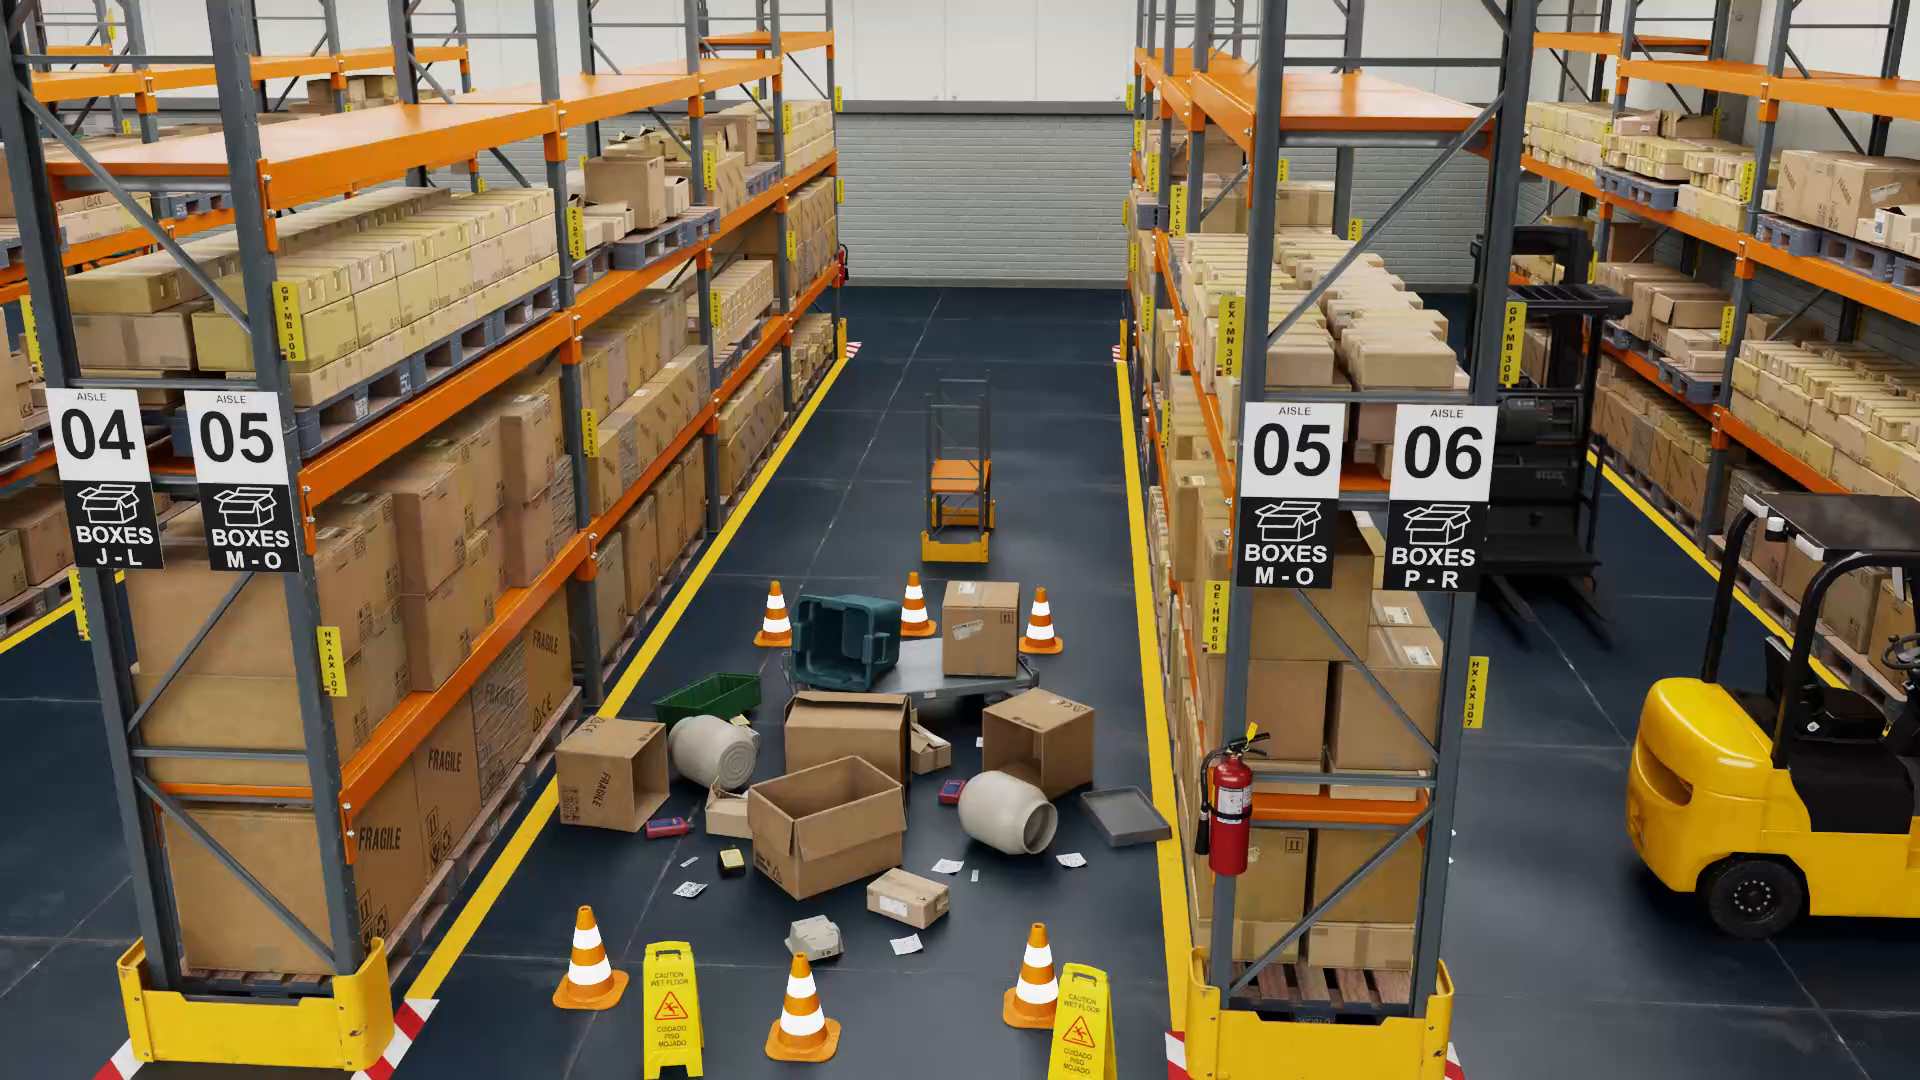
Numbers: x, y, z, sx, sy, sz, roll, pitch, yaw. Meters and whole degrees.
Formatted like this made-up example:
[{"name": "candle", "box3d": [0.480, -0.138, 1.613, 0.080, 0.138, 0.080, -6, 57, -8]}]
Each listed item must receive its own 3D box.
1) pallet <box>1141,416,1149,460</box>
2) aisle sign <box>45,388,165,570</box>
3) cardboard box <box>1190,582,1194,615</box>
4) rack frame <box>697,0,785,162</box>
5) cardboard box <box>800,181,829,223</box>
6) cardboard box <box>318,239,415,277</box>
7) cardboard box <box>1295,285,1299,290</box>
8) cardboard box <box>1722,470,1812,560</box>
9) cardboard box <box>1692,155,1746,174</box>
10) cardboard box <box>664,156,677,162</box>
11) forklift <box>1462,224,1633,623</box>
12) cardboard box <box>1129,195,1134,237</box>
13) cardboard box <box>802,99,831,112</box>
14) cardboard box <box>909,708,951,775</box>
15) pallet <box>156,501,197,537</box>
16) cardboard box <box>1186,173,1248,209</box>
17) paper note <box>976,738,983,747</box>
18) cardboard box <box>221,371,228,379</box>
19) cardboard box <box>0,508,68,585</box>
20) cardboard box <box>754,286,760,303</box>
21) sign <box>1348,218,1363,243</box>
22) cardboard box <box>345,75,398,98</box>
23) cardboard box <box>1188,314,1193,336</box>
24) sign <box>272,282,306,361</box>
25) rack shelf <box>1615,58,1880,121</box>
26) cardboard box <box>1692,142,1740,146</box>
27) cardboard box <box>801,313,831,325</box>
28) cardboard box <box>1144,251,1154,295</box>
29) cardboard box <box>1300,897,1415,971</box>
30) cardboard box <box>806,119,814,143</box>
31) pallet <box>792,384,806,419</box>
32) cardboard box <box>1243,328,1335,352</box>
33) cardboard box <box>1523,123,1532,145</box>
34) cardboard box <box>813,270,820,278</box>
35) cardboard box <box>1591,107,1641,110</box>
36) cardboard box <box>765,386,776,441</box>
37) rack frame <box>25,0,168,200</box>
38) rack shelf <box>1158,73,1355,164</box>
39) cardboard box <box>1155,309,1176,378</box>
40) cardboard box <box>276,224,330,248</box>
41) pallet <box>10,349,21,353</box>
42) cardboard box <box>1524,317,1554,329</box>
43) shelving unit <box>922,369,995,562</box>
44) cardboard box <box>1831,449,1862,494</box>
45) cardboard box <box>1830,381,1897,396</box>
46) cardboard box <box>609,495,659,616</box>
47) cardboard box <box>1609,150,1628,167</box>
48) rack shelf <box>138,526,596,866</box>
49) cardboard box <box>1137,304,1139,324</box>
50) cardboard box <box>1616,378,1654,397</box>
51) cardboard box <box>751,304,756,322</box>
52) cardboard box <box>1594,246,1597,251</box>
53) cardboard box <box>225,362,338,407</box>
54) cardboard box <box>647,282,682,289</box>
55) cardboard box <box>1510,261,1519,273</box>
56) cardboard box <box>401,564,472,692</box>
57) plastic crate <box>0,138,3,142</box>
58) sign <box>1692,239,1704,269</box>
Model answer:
[{"name": "pallet", "box3d": [2.519, -1.113, 18.308, 1.003, 0.211, 1.213, 1, 18, 4]}, {"name": "aisle sign", "box3d": [-3.610, -0.252, 7.026, 0.394, 0.787, 0.004, 1, 18, 4]}, {"name": "cardboard box", "box3d": [1.538, 0.216, 9.135, 0.500, 0.500, 0.500, 1, 18, 5]}, {"name": "rack frame", "box3d": [-2.445, -5.610, 17.918, 1.000, 3.000, 0.127, 1, 18, 4]}, {"name": "cardboard box", "box3d": [-1.980, -4.360, 21.495, 0.500, 0.500, 0.500, 1, 18, 2]}, {"name": "cardboard box", "box3d": [-2.890, -1.376, 8.103, 0.380, 0.149, 0.250, 1, 18, 3]}, {"name": "cardboard box", "box3d": [2.076, -1.232, 9.140, 0.500, 0.250, 0.500, 1, 18, 3]}, {"name": "cardboard box", "box3d": [7.105, -0.205, 14.199, 0.875, 0.625, 0.625, 2, 18, 6]}, {"name": "cardboard box", "box3d": [6.970, -3.451, 15.269, 0.380, 0.149, 0.250, 1, 18, 3]}, {"name": "cardboard box", "box3d": [-2.922, -3.328, 15.611, 0.500, 0.500, 0.500, 1, 18, 4]}, {"name": "forklift", "box3d": [4.725, -1.034, 13.698, 1.130, 2.935, 3.031, 1, 18, 3]}, {"name": "cardboard box", "box3d": [2.437, -4.141, 21.305, 0.500, 0.500, 0.500, 1, 18, 2]}, {"name": "cardboard box", "box3d": [-1.889, -5.672, 21.724, 0.380, 0.149, 0.250, 1, 18, 3]}, {"name": "cardboard box", "box3d": [-0.273, 1.309, 10.827, 0.258, 0.266, 0.396, -13, 22, -34]}, {"name": "pallet", "box3d": [-7.730, -0.091, 15.188, 1.003, 0.211, 1.213, 1, 18, 4]}, {"name": "cardboard box", "box3d": [1.891, -2.486, 11.967, 0.500, 0.250, 0.500, 2, 18, 5]}, {"name": "paper note", "box3d": [0.186, 1.342, 11.104, 0.148, 0.019, 0.142, 1, 18, 4]}, {"name": "cardboard box", "box3d": [-3.583, -0.854, 7.789, 0.380, 0.149, 0.250, 2, 18, 5]}, {"name": "cardboard box", "box3d": [-7.801, 0.051, 13.585, 0.700, 0.500, 0.500, 0, 18, -1]}, {"name": "cardboard box", "box3d": [-2.330, -2.608, 17.644, 0.380, 0.149, 0.250, 1, 18, 2]}, {"name": "sign", "box3d": [2.467, -1.856, 10.450, 0.100, 0.325, 0.005, 1, 18, 4]}, {"name": "cardboard box", "box3d": [-7.253, -5.592, 20.483, 0.500, 0.250, 0.500, 1, 18, 2]}, {"name": "cardboard box", "box3d": [1.582, -1.330, 10.077, 0.380, 0.149, 0.250, 1, 18, 4]}, {"name": "sign", "box3d": [-2.752, -0.896, 6.819, 0.100, 0.325, 0.005, 1, 18, 4]}, {"name": "rack shelf", "box3d": [7.307, -4.268, 15.620, 1.077, 0.370, 4.000, 1, 18, 4]}, {"name": "cardboard box", "box3d": [7.467, -3.849, 16.452, 0.380, 0.149, 0.250, 1, 18, 2]}, {"name": "cardboard box", "box3d": [-1.944, -2.958, 22.410, 0.380, 0.149, 0.250, 1, 18, 5]}, {"name": "cardboard box", "box3d": [2.103, -2.597, 16.592, 0.500, 0.500, 0.500, 1, 18, 3]}, {"name": "cardboard box", "box3d": [1.973, 1.910, 8.345, 0.500, 0.250, 0.500, 1, 18, 3]}, {"name": "cardboard box", "box3d": [-2.060, -4.970, 20.220, 0.500, 0.250, 0.500, 0, 18, 2]}, {"name": "pallet", "box3d": [-2.432, -1.643, 19.925, 1.003, 0.211, 1.213, 1, 18, 4]}, {"name": "cardboard box", "box3d": [1.426, -0.828, 7.267, 0.380, 0.149, 0.250, 2, 18, 5]}, {"name": "cardboard box", "box3d": [7.433, -5.176, 21.175, 0.500, 0.250, 0.500, 1, 18, 3]}, {"name": "cardboard box", "box3d": [-2.002, -3.458, 21.391, 0.380, 0.149, 0.250, 0, 18, 1]}, {"name": "cardboard box", "box3d": [7.919, -5.079, 20.077, 0.500, 0.250, 0.500, 1, 18, 4]}, {"name": "cardboard box", "box3d": [-2.284, -1.376, 17.971, 0.500, 0.500, 0.500, 1, 18, 3]}, {"name": "rack frame", "box3d": [-7.672, -4.509, 14.560, 1.000, 3.000, 0.127, 1, 18, 4]}, {"name": "rack shelf", "box3d": [2.069, -3.135, 12.164, 1.077, 0.370, 4.000, 1, 18, 4]}, {"name": "cardboard box", "box3d": [1.949, -1.691, 14.281, 0.500, 0.500, 0.500, 1, 18, 2]}, {"name": "cardboard box", "box3d": [-3.511, -1.550, 8.633, 0.380, 0.149, 0.250, 1, 18, 4]}, {"name": "pallet", "box3d": [-12.227, -2.295, 21.916, 1.003, 0.211, 1.213, 1, 18, 4]}, {"name": "cardboard box", "box3d": [7.599, -2.638, 21.817, 0.797, 0.503, 0.637, 1, 18, 2]}, {"name": "shelving unit", "box3d": [-0.005, -0.689, 14.944, 0.587, 1.500, 1.083, 1, 18, 4]}, {"name": "cardboard box", "box3d": [6.749, -0.486, 12.157, 0.500, 0.250, 0.500, 1, 18, 4]}, {"name": "cardboard box", "box3d": [6.843, -1.107, 12.609, 0.380, 0.149, 0.250, 1, 18, 4]}, {"name": "cardboard box", "box3d": [-2.991, 0.101, 13.063, 1.050, 0.750, 0.750, 1, 18, 4]}, {"name": "cardboard box", "box3d": [6.979, -3.960, 17.268, 0.380, 0.149, 0.250, 1, 18, 5]}, {"name": "rack shelf", "box3d": [-3.162, 0.689, 9.485, 1.077, 0.370, 4.000, 1, 18, 4]}, {"name": "cardboard box", "box3d": [2.204, -2.478, 18.235, 0.500, 0.250, 0.500, 1, 18, 3]}, {"name": "cardboard box", "box3d": [7.210, -1.617, 17.665, 0.380, 0.149, 0.250, 0, 18, 1]}, {"name": "cardboard box", "box3d": [-2.347, -2.389, 17.452, 0.380, 0.149, 0.250, 1, 18, 2]}, {"name": "cardboard box", "box3d": [7.931, -3.573, 21.101, 0.500, 0.250, 0.500, 1, 18, 4]}, {"name": "cardboard box", "box3d": [-2.961, -0.684, 7.272, 0.380, 0.149, 0.250, 1, 18, 4]}, {"name": "cardboard box", "box3d": [-3.040, -2.524, 16.909, 0.380, 0.149, 0.250, 2, 18, 6]}, {"name": "cardboard box", "box3d": [7.440, -3.597, 21.813, 0.380, 0.149, 0.250, 1, 18, 3]}, {"name": "cardboard box", "box3d": [-3.141, 0.438, 8.854, 0.875, 0.550, 0.550, 1, 18, 4]}, {"name": "plastic crate", "box3d": [-11.963, -4.754, 20.335, 0.497, 0.269, 0.590, 1, 18, 4]}, {"name": "sign", "box3d": [8.004, -3.109, 18.061, 0.100, 0.325, 0.005, 1, 18, 4]}]
